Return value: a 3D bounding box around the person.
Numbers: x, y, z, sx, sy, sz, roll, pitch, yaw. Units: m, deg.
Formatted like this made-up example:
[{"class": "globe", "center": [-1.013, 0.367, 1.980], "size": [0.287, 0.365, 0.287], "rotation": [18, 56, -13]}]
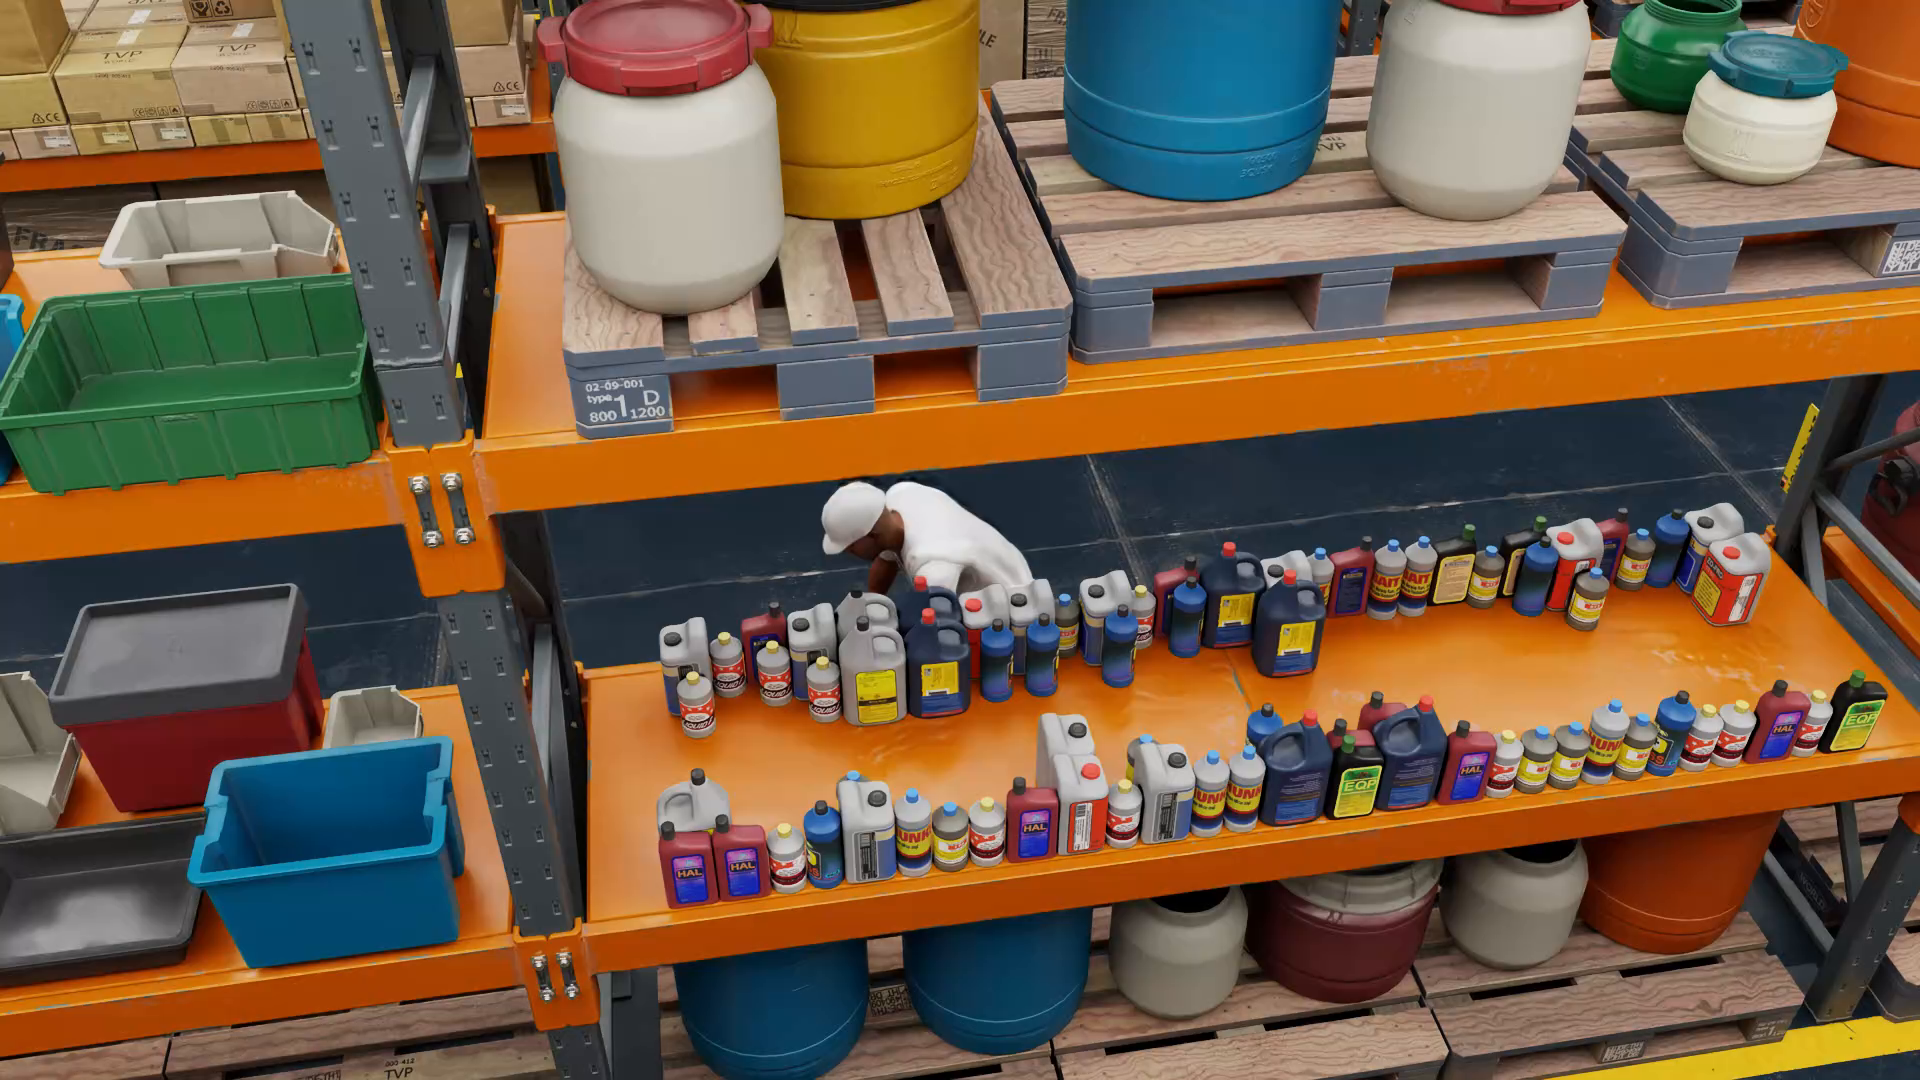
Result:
[{"class": "person", "center": [-0.089, 0.306, 6.088], "size": [0.790, 1.346, 0.631], "rotation": [-8, 39, -10]}]
